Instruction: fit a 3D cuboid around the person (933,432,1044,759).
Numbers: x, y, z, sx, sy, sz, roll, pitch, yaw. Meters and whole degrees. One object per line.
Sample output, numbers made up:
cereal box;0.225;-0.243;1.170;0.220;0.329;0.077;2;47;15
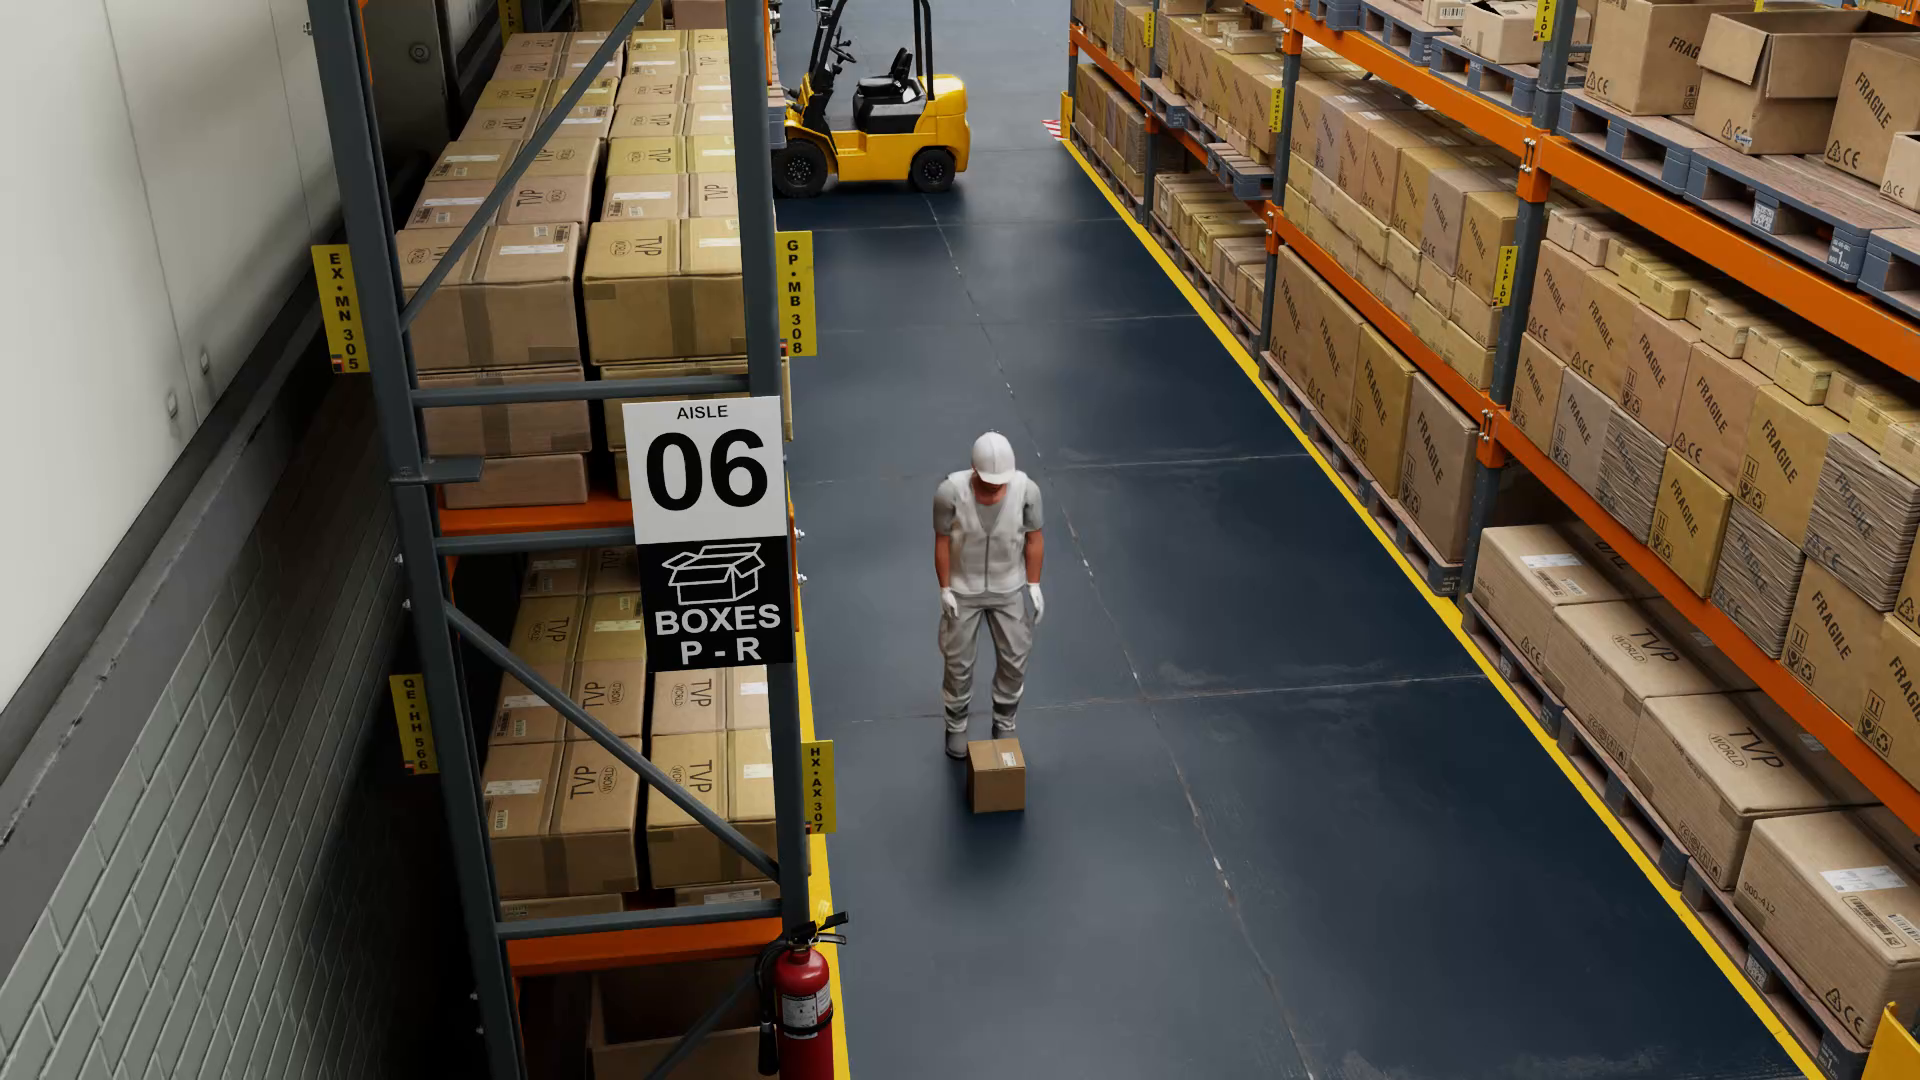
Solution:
person;0.144;0.263;8.115;0.538;1.751;0.428;-3;27;-6
